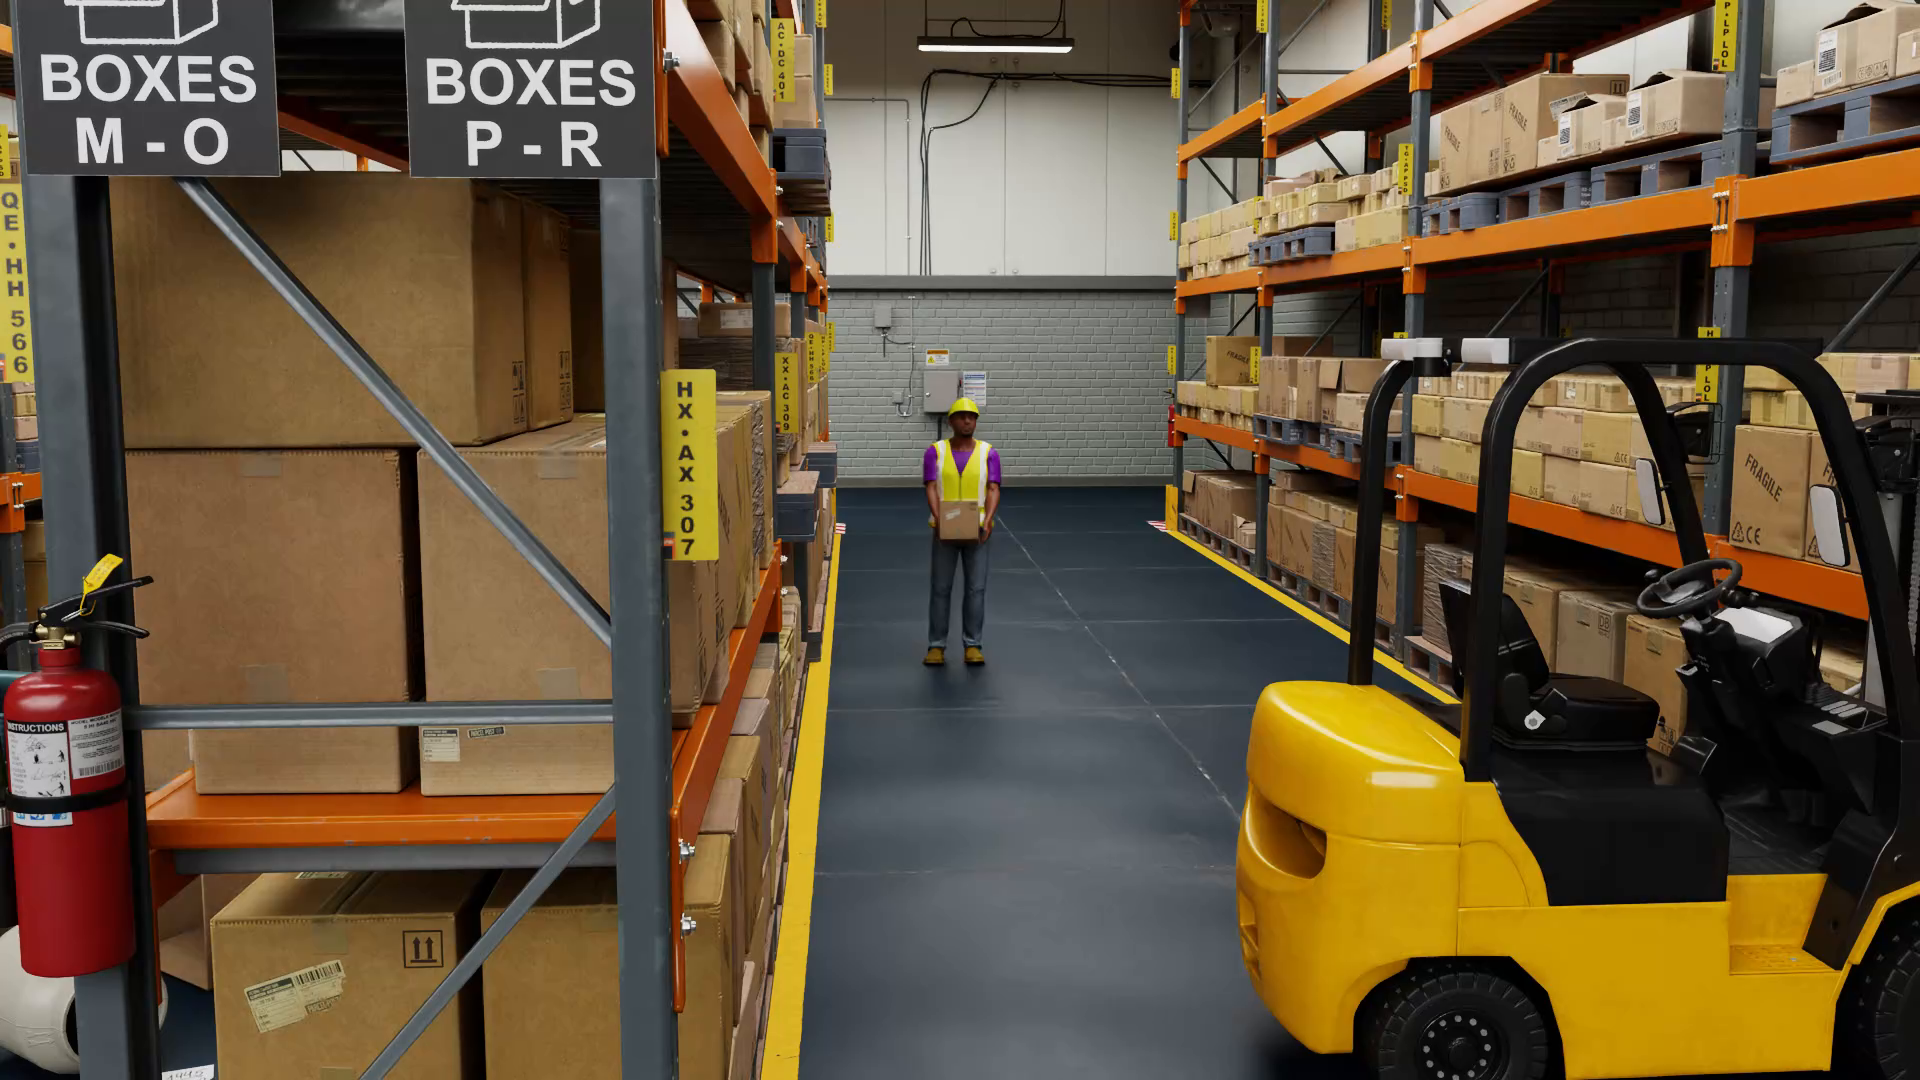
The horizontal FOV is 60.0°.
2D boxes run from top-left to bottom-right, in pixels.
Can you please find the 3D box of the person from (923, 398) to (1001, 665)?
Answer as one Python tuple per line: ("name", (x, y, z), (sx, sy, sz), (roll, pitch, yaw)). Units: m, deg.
("person", (0.012, -0.057, 11.097), (0.538, 1.772, 0.560), (-1, 7, -4))
